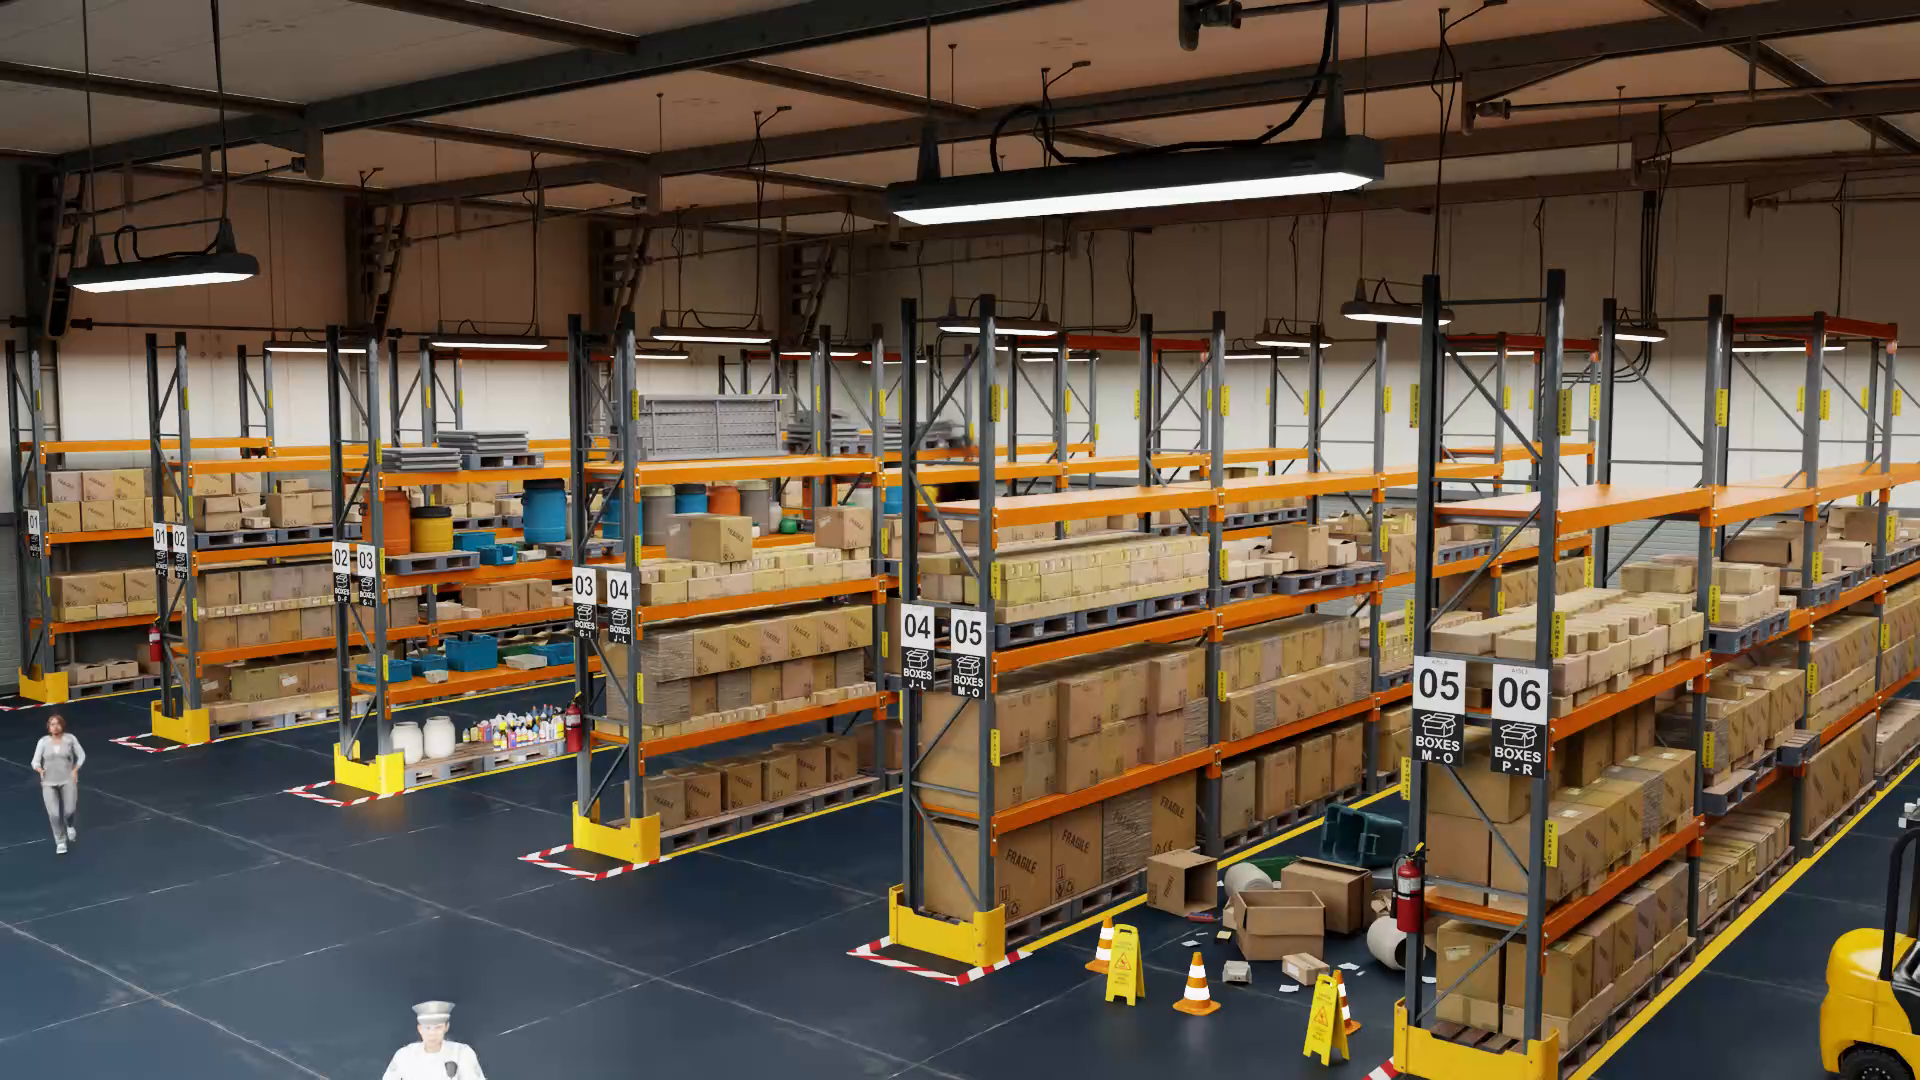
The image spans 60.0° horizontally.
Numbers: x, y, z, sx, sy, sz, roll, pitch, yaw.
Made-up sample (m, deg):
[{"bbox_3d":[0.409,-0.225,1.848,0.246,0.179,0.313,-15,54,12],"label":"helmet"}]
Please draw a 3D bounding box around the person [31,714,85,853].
[{"bbox_3d":[-10.058,2.721,18.565,0.531,1.552,0.555,-2,6,-26],"label":"person"}]

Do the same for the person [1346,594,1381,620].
[{"bbox_3d":[7.086,1.729,29.276,0.567,1.615,0.611,3,6,30],"label":"person"}]

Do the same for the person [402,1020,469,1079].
[{"bbox_3d":[-3.029,3.071,9.512,0.449,0.782,0.461,-1,5,-13],"label":"person"}]
